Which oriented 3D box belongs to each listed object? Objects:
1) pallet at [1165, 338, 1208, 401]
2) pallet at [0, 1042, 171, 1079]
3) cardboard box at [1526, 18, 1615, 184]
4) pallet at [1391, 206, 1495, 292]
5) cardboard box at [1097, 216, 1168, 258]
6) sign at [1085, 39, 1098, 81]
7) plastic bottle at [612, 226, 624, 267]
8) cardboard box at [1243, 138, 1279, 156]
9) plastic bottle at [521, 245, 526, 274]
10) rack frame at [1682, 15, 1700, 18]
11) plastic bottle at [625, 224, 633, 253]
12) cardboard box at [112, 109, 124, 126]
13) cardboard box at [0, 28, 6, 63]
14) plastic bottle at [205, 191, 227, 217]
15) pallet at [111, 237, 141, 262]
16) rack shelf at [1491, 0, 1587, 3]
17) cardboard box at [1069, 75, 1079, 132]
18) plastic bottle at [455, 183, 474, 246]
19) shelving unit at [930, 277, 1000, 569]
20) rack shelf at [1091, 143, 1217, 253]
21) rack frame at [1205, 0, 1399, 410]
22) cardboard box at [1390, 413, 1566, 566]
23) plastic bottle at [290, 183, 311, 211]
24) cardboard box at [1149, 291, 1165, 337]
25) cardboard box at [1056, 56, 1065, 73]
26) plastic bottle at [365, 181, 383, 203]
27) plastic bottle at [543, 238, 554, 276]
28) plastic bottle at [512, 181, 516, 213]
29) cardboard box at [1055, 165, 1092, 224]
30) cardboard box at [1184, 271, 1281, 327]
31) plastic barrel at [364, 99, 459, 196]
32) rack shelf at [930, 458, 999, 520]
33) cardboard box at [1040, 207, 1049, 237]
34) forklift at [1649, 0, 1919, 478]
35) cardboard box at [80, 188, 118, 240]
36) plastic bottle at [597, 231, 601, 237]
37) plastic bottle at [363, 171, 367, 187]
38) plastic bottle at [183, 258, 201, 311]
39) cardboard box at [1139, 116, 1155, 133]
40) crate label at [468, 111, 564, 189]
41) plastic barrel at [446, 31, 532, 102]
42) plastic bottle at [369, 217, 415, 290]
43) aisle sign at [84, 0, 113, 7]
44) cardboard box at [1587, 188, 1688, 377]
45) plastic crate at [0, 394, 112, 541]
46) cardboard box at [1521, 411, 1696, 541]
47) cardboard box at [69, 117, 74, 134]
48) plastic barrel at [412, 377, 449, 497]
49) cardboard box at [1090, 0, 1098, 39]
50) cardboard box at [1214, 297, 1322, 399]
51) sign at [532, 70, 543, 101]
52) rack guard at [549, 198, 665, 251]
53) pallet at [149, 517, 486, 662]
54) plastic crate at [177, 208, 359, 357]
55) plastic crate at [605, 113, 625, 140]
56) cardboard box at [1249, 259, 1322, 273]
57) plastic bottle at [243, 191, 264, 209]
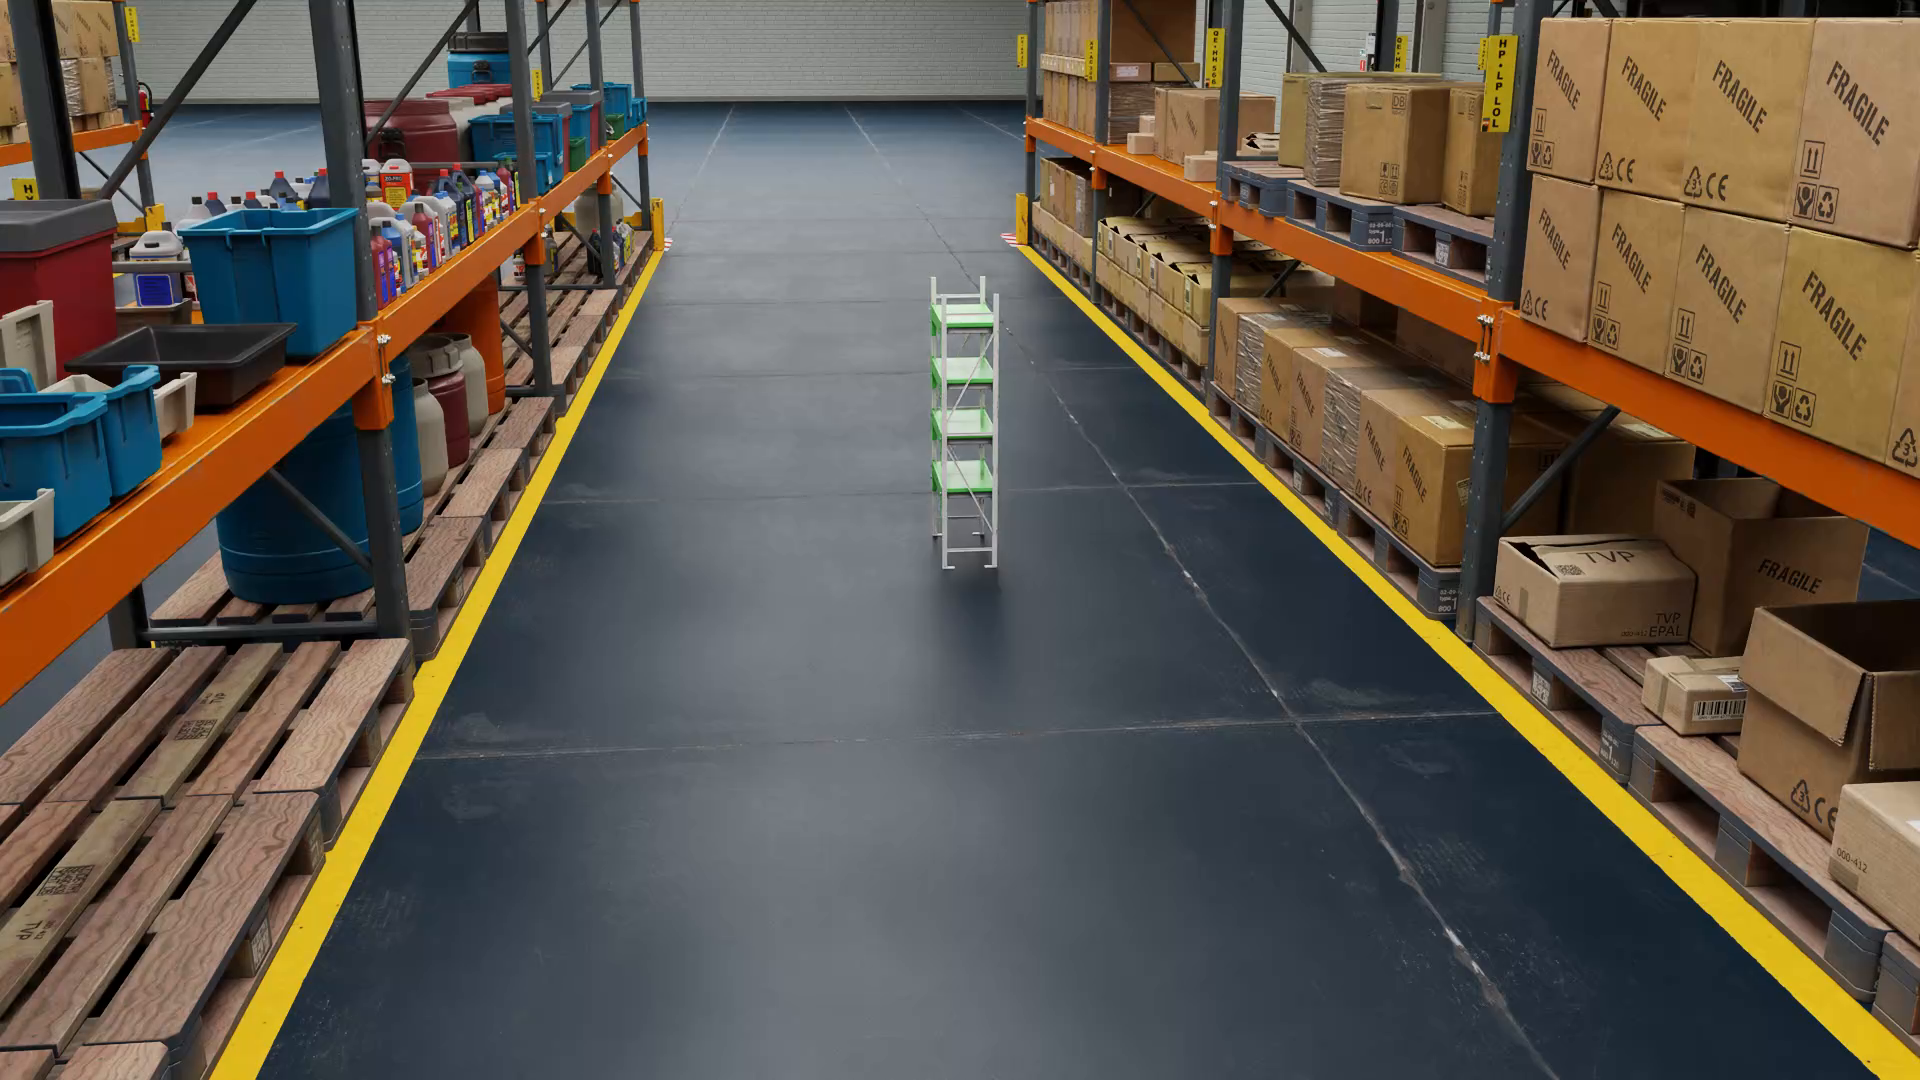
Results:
[{"bbox_3d":[1.978,-1.167,11.042,1.003,0.211,1.213,-2,18,-6],"label":"pallet"},{"bbox_3d":[-2.124,1.368,2.968,1.003,0.211,1.213,-2,18,-6],"label":"pallet"},{"bbox_3d":[2.206,-1.435,5.404,0.500,0.500,0.500,-1,17,-4],"label":"cardboard box"},{"bbox_3d":[2.463,-1.209,6.841,1.003,0.211,1.213,-2,18,-6],"label":"pallet"},{"bbox_3d":[1.407,-2.468,13.484,0.500,0.311,0.500,-2,18,-5],"label":"cardboard box"},{"bbox_3d":[1.060,-3.876,13.438,0.100,0.325,0.005,-2,18,-6],"label":"sign"},{"bbox_3d":[-3.005,-2.546,14.468,0.144,0.351,0.185,-3,18,-8],"label":"plastic bottle"},{"bbox_3d":[2.030,-2.318,10.202,0.500,0.311,0.500,-1,17,-2],"label":"cardboard box"},{"bbox_3d":[-3.669,-2.420,14.065,0.144,0.351,0.185,-2,18,-7],"label":"plastic bottle"},{"bbox_3d":[6.539,-3.597,14.126,1.000,3.000,0.127,-2,18,-6],"label":"rack frame"},{"bbox_3d":[-3.104,-2.783,15.348,0.152,0.276,0.135,-2,18,-5],"label":"plastic bottle"},{"bbox_3d":[-8.420,-4.131,16.248,0.380,0.149,0.250,-2,18,-6],"label":"cardboard box"},{"bbox_3d":[-8.089,-4.095,13.381,0.500,0.500,0.500,-2,18,-6],"label":"cardboard box"},{"bbox_3d":[-2.930,-1.203,6.582,0.144,0.351,0.185,-2,18,-6],"label":"plastic bottle"},{"bbox_3d":[-8.598,-2.733,16.031,1.003,0.211,1.213,-2,18,-6],"label":"pallet"},{"bbox_3d":[6.332,-5.281,15.683,1.077,0.370,4.000,-2,18,-6],"label":"rack shelf"},{"bbox_3d":[1.397,-4.082,15.503,0.700,0.500,0.500,-1,17,-4],"label":"cardboard box"},{"bbox_3d":[-2.286,-1.501,7.644,0.061,0.283,0.133,-2,18,-6],"label":"plastic bottle"},{"bbox_3d":[0.017,-0.523,7.340,0.258,1.200,0.503,-2,18,-6],"label":"shelving unit"},{"bbox_3d":[1.818,-2.504,11.845,1.077,0.370,4.000,-2,18,-6],"label":"rack shelf"},{"bbox_3d":[2.024,-2.251,9.839,1.000,3.000,0.127,-2,18,-6],"label":"rack frame"},{"bbox_3d":[2.101,-0.215,6.792,0.500,0.500,0.500,-2,18,-6],"label":"cardboard box"},{"bbox_3d":[-3.037,-1.488,7.616,0.152,0.276,0.135,-2,18,-6],"label":"plastic bottle"},{"bbox_3d":[1.622,-1.592,11.630,0.500,0.250,0.500,-1,17,-4],"label":"cardboard box"},{"bbox_3d":[1.134,-4.561,15.946,0.380,0.149,0.250,-2,18,-7],"label":"cardboard box"},{"bbox_3d":[-3.010,-1.737,8.534,0.097,0.201,0.097,0,17,0],"label":"plastic bottle"},{"bbox_3d":[-3.525,-2.424,14.079,0.144,0.351,0.185,-2,18,-6],"label":"plastic bottle"},{"bbox_3d":[-2.443,-1.862,8.932,0.097,0.201,0.097,0,17,0],"label":"plastic bottle"},{"bbox_3d":[1.185,-3.267,15.713,0.500,0.500,0.500,-2,18,-6],"label":"cardboard box"},{"bbox_3d":[1.725,-1.556,10.577,0.500,0.311,0.500,-1,17,-4],"label":"cardboard box"},{"bbox_3d":[-3.252,-2.293,9.746,0.600,0.536,0.708,-2,18,-6],"label":"plastic barrel"},{"bbox_3d":[0.017,-0.233,7.431,0.258,0.148,0.480,-2,18,-6],"label":"rack shelf"},{"bbox_3d":[1.089,-3.208,16.775,0.500,0.250,0.500,-2,18,-6],"label":"cardboard box"},{"bbox_3d":[4.412,-2.001,9.157,1.130,2.935,3.031,-2,18,-6],"label":"forklift"},{"bbox_3d":[-8.607,-3.151,16.177,0.500,0.500,0.500,1,17,5],"label":"cardboard box"},{"bbox_3d":[-3.194,-2.625,14.845,0.152,0.276,0.135,-2,18,-6],"label":"plastic bottle"},{"bbox_3d":[-3.195,-1.863,8.820,0.097,0.271,0.097,0,17,0],"label":"plastic bottle"},{"bbox_3d":[-2.730,-0.929,5.961,0.097,0.201,0.097,0,17,0],"label":"plastic bottle"},{"bbox_3d":[1.706,-3.226,13.195,0.500,0.250,0.500,-1,17,-2],"label":"cardboard box"},{"bbox_3d":[-2.736,-2.420,10.320,0.502,0.435,0.616,-2,18,-6],"label":"crate label"},{"bbox_3d":[-3.577,-3.406,12.680,0.600,0.901,0.708,-2,18,-6],"label":"plastic barrel"},{"bbox_3d":[-2.197,-1.107,6.402,0.152,0.276,0.135,-2,18,-6],"label":"plastic bottle"},{"bbox_3d":[-8.363,-5.598,16.159,0.394,0.787,0.004,-2,18,-6],"label":"aisle sign"},{"bbox_3d":[2.274,-0.794,5.032,0.500,0.500,0.500,-1,17,-5],"label":"cardboard box"},{"bbox_3d":[-1.912,-0.140,3.296,0.416,0.233,0.300,-2,18,-6],"label":"plastic crate"},{"bbox_3d":[2.629,-0.228,6.835,0.500,0.500,0.500,-3,18,-8],"label":"cardboard box"},{"bbox_3d":[-8.161,-3.688,14.834,0.380,0.149,0.250,-2,18,-6],"label":"cardboard box"},{"bbox_3d":[-2.572,-0.465,7.604,0.421,0.512,0.421,0,17,0],"label":"plastic barrel"},{"bbox_3d":[1.506,-4.392,14.326,0.700,0.500,0.500,-2,18,-6],"label":"cardboard box"},{"bbox_3d":[1.787,-1.124,9.688,0.500,0.500,0.500,-1,17,-3],"label":"cardboard box"},{"bbox_3d":[-4.276,-4.599,16.856,0.100,0.325,0.005,-2,18,-6],"label":"sign"},{"bbox_3d":[-3.673,-3.269,17.254,1.175,0.500,0.348,-2,18,-6],"label":"rack guard"},{"bbox_3d":[-2.529,0.192,6.714,1.003,0.211,1.213,-2,18,-6],"label":"pallet"},{"bbox_3d":[-2.103,-0.800,5.143,0.392,0.384,0.575,-2,18,-6],"label":"plastic crate"},{"bbox_3d":[-3.175,-3.603,14.499,0.450,0.188,0.662,-2,18,-6],"label":"plastic crate"},{"bbox_3d":[2.200,-1.728,11.128,0.500,0.311,0.500,-2,18,-7],"label":"cardboard box"},{"bbox_3d":[-2.786,-1.207,6.597,0.144,0.351,0.185,-2,18,-6],"label":"plastic bottle"}]
